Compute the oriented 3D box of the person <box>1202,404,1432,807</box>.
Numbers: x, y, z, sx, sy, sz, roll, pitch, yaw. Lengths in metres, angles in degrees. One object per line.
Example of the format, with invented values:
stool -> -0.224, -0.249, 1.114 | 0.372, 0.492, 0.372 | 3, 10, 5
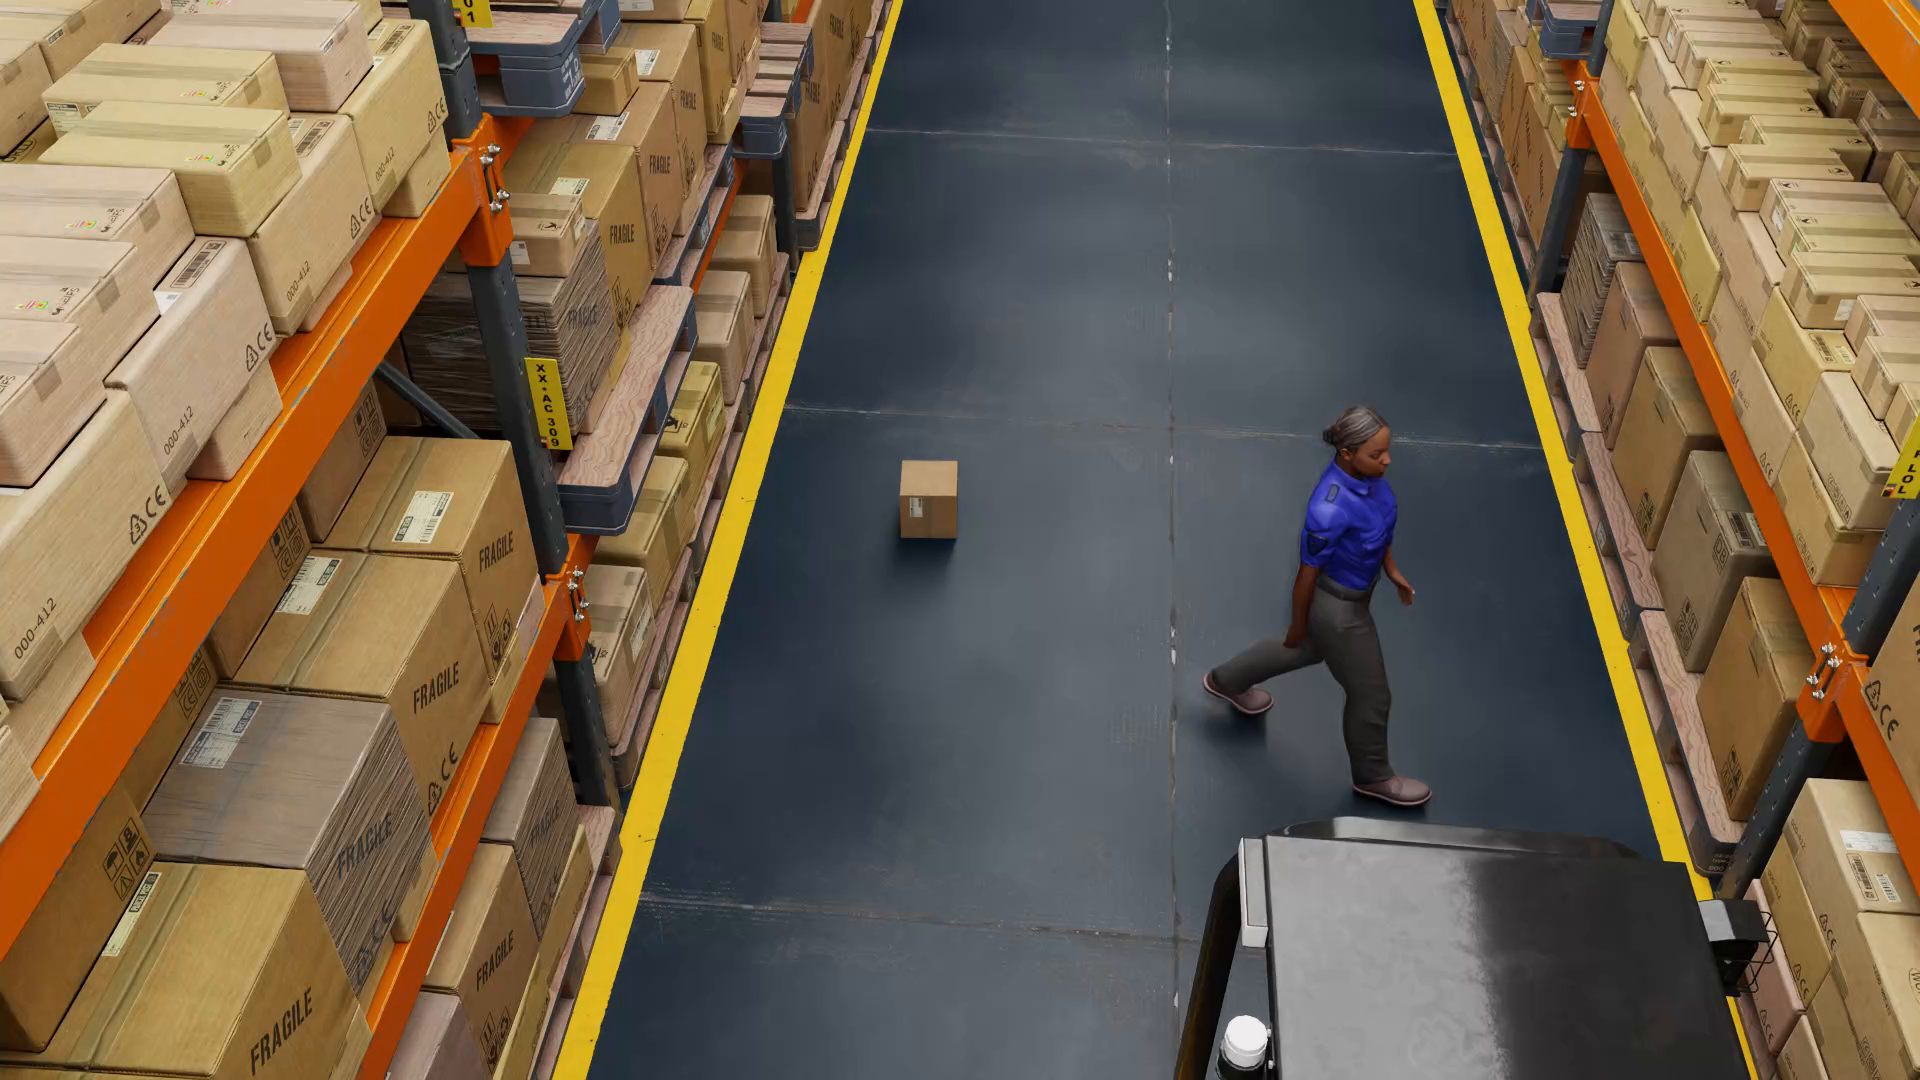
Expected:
person -> 1.366, 0.191, 5.931 | 0.951, 1.612, 0.456 | 16, 43, 18
